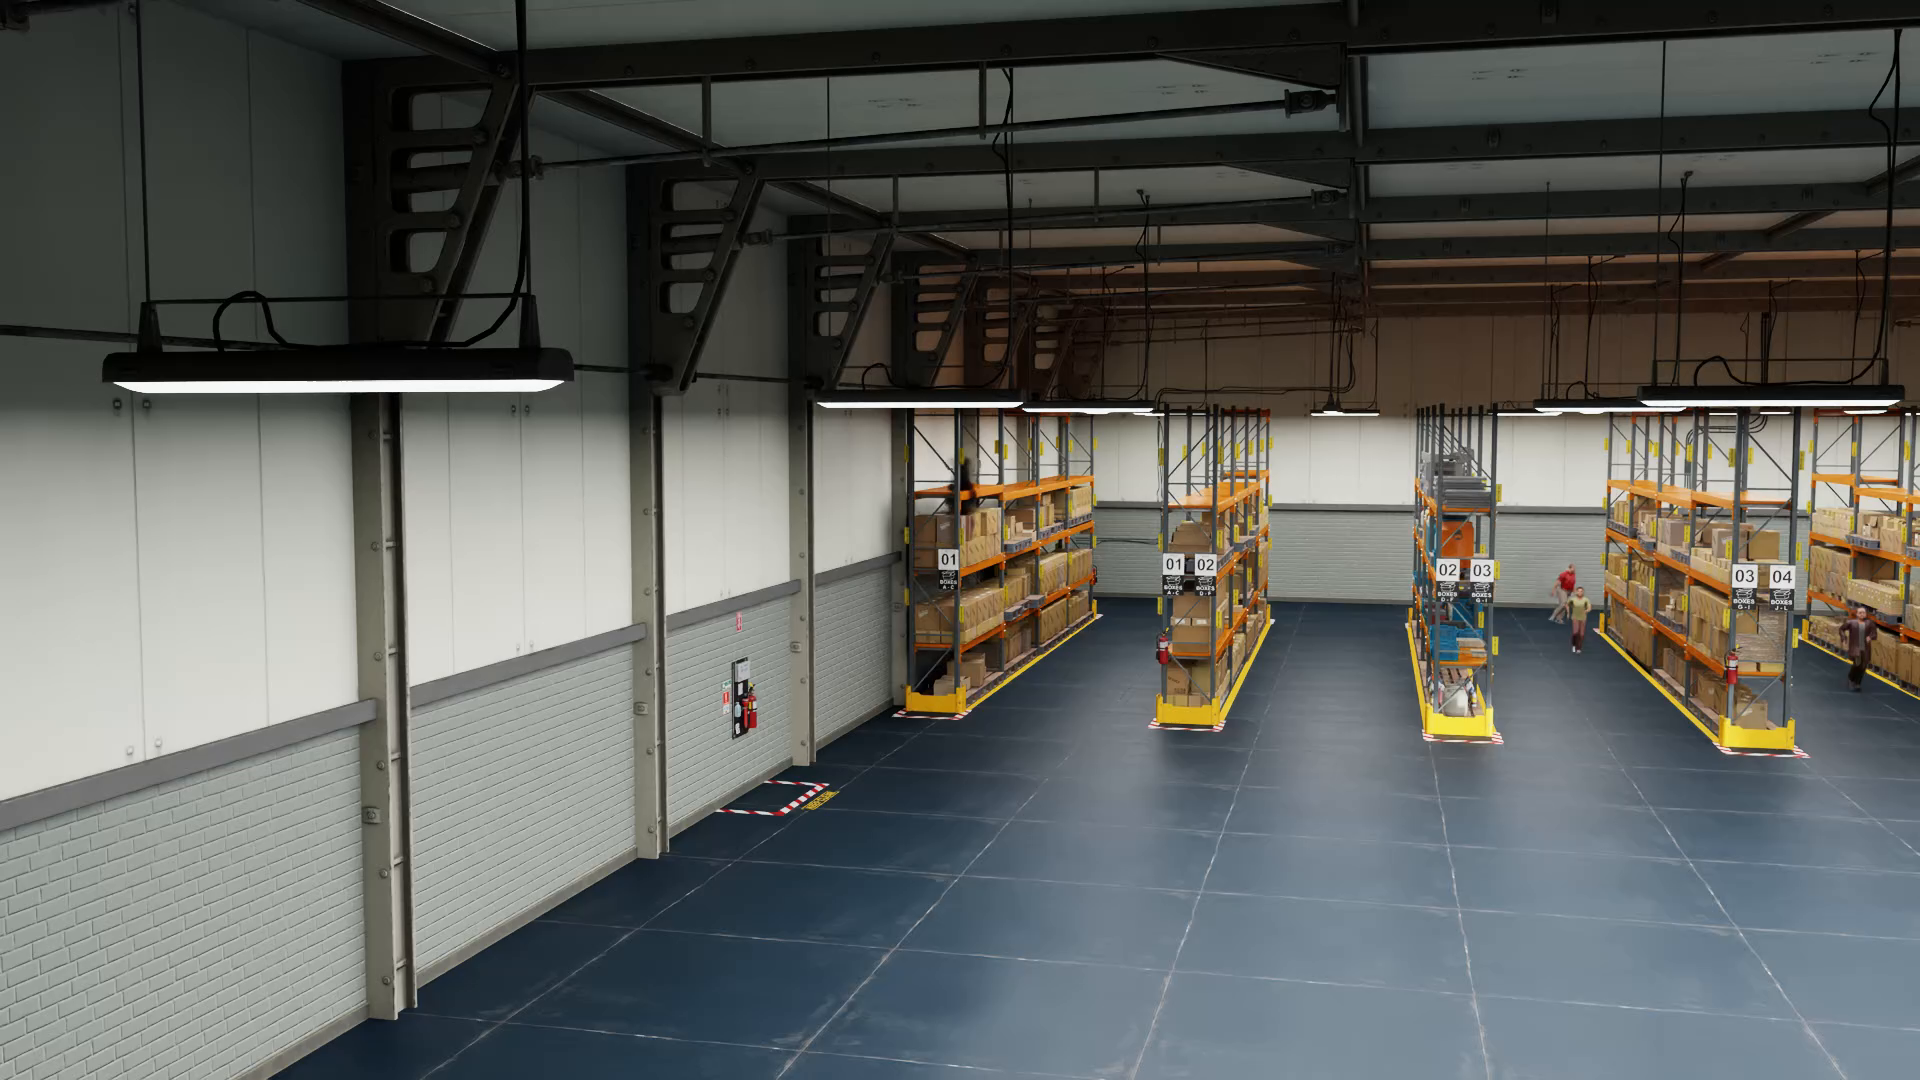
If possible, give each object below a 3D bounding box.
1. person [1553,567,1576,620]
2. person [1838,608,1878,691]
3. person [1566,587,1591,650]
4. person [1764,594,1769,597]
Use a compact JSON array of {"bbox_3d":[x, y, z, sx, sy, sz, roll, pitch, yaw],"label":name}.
[{"bbox_3d":[16.956,1.498,46.574,0.607,1.513,0.523,-2,5,-30],"label":"person"},{"bbox_3d":[18.867,2.298,34.861,0.661,1.752,0.717,1,4,9],"label":"person"},{"bbox_3d":[15.038,1.919,40.394,0.553,1.576,0.602,1,4,12],"label":"person"},{"bbox_3d":[18.705,2.053,38.750,0.700,1.712,0.715,0,4,0],"label":"person"}]
